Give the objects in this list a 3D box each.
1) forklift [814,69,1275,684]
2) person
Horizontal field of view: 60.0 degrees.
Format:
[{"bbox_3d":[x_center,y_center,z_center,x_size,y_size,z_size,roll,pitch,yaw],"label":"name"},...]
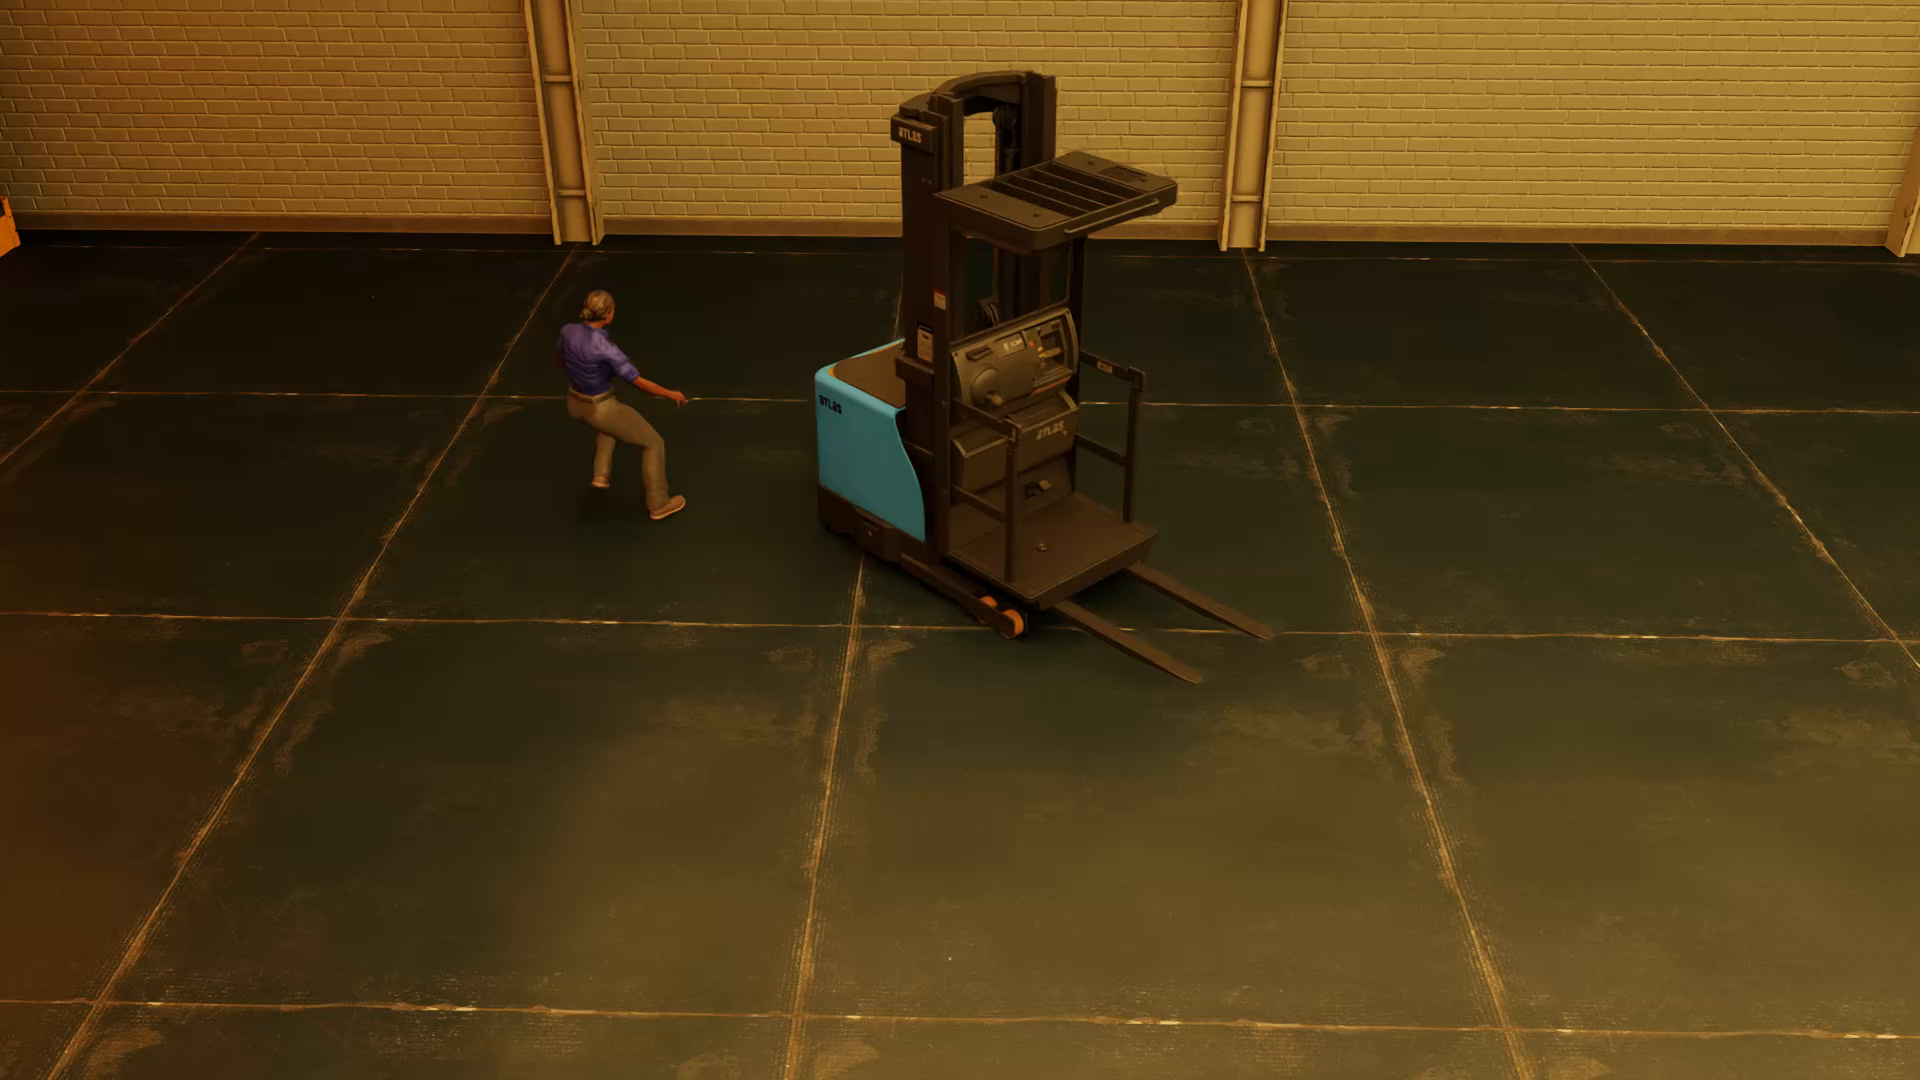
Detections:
[{"bbox_3d":[0.464,-0.991,9.295,1.130,2.935,3.031,-25,39,-36],"label":"forklift"},{"bbox_3d":[-2.169,-0.896,10.530,0.718,1.504,0.565,19,35,28],"label":"person"}]
